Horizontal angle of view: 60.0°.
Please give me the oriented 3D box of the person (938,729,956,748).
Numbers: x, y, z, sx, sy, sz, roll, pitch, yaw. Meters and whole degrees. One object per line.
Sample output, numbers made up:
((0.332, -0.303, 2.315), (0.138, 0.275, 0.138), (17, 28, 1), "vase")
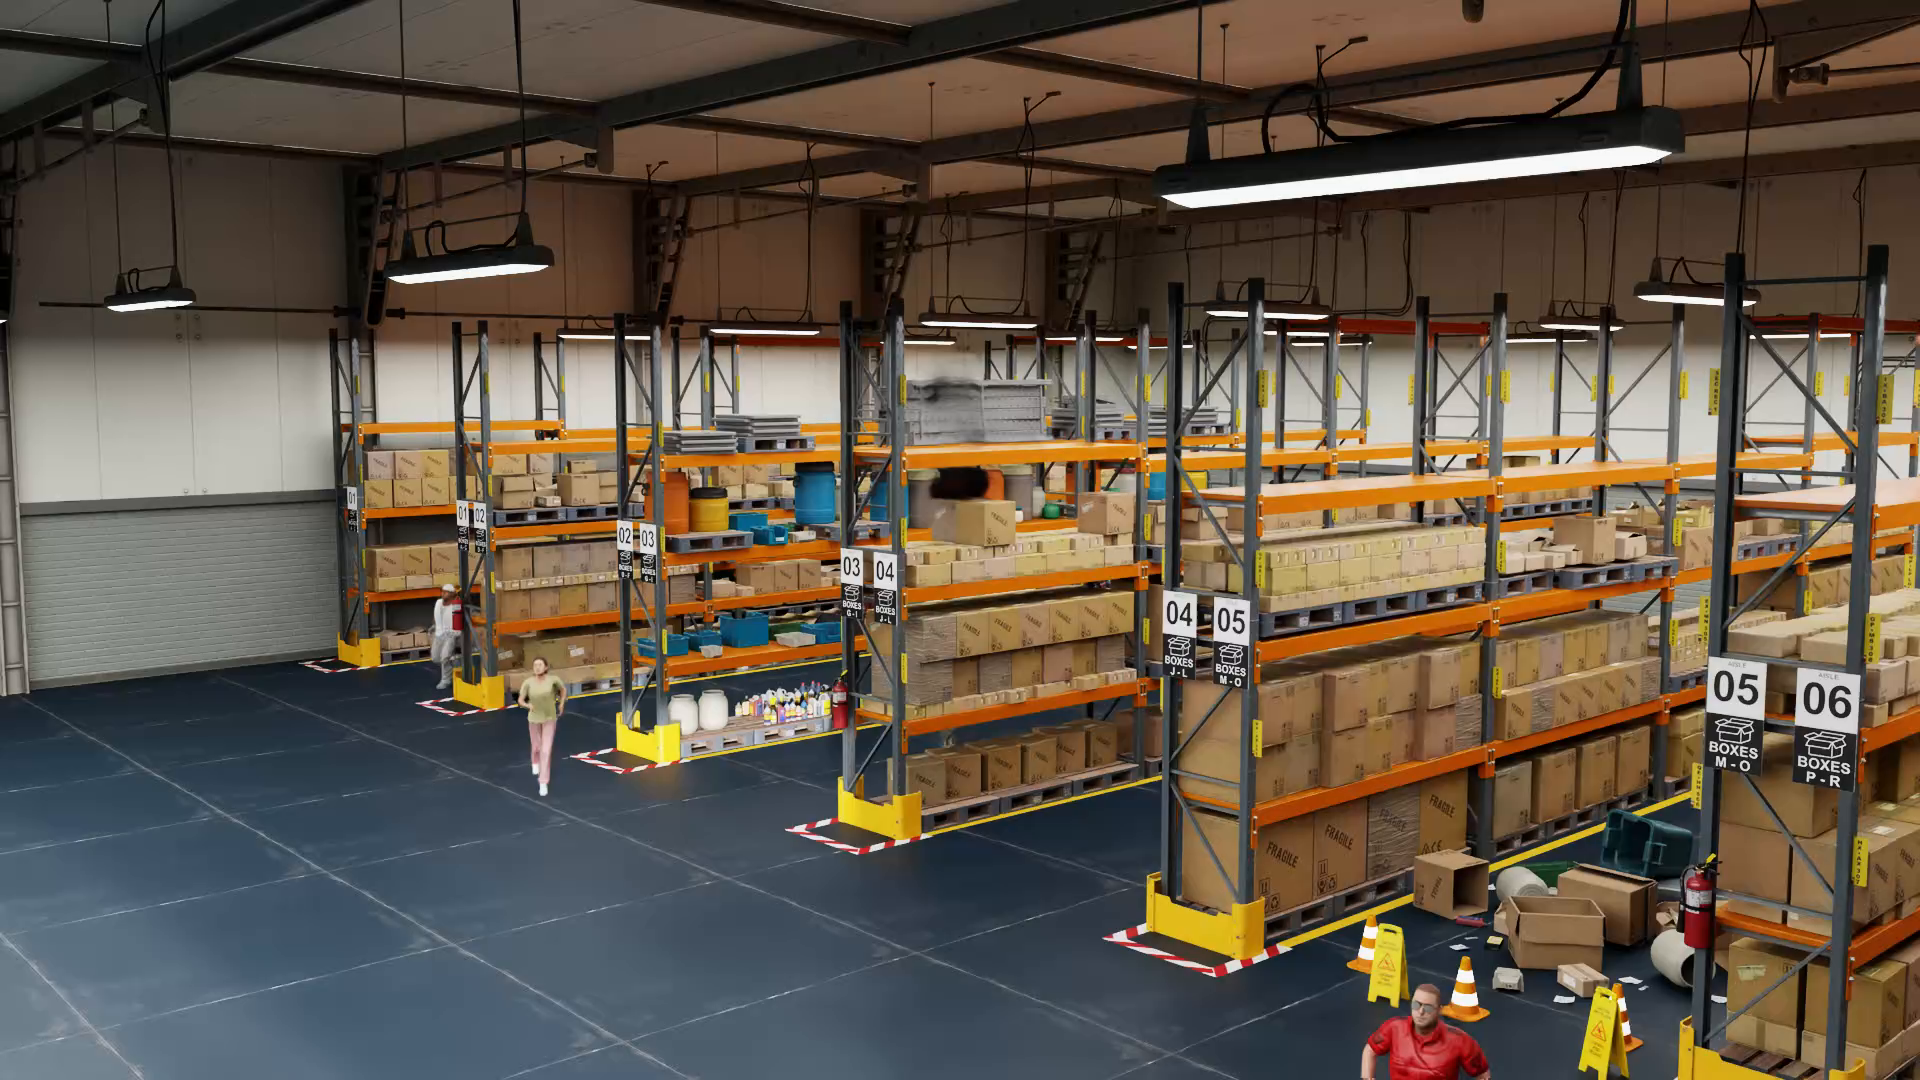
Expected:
((-0.273, 2.134, 22.596), (0.636, 1.570, 0.511), (-6, 8, -45), "person")

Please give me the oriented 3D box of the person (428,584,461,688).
((-8.488, 1.583, 27.667), (0.700, 1.723, 0.599), (2, 6, 16), "person")

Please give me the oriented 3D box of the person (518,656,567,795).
((-5.240, 2.277, 20.887), (0.586, 1.675, 0.953), (-1, 6, -9), "person")

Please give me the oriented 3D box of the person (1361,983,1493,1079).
((2.653, 3.405, 9.713), (0.864, 1.732, 0.649), (3, 6, 25), "person")
